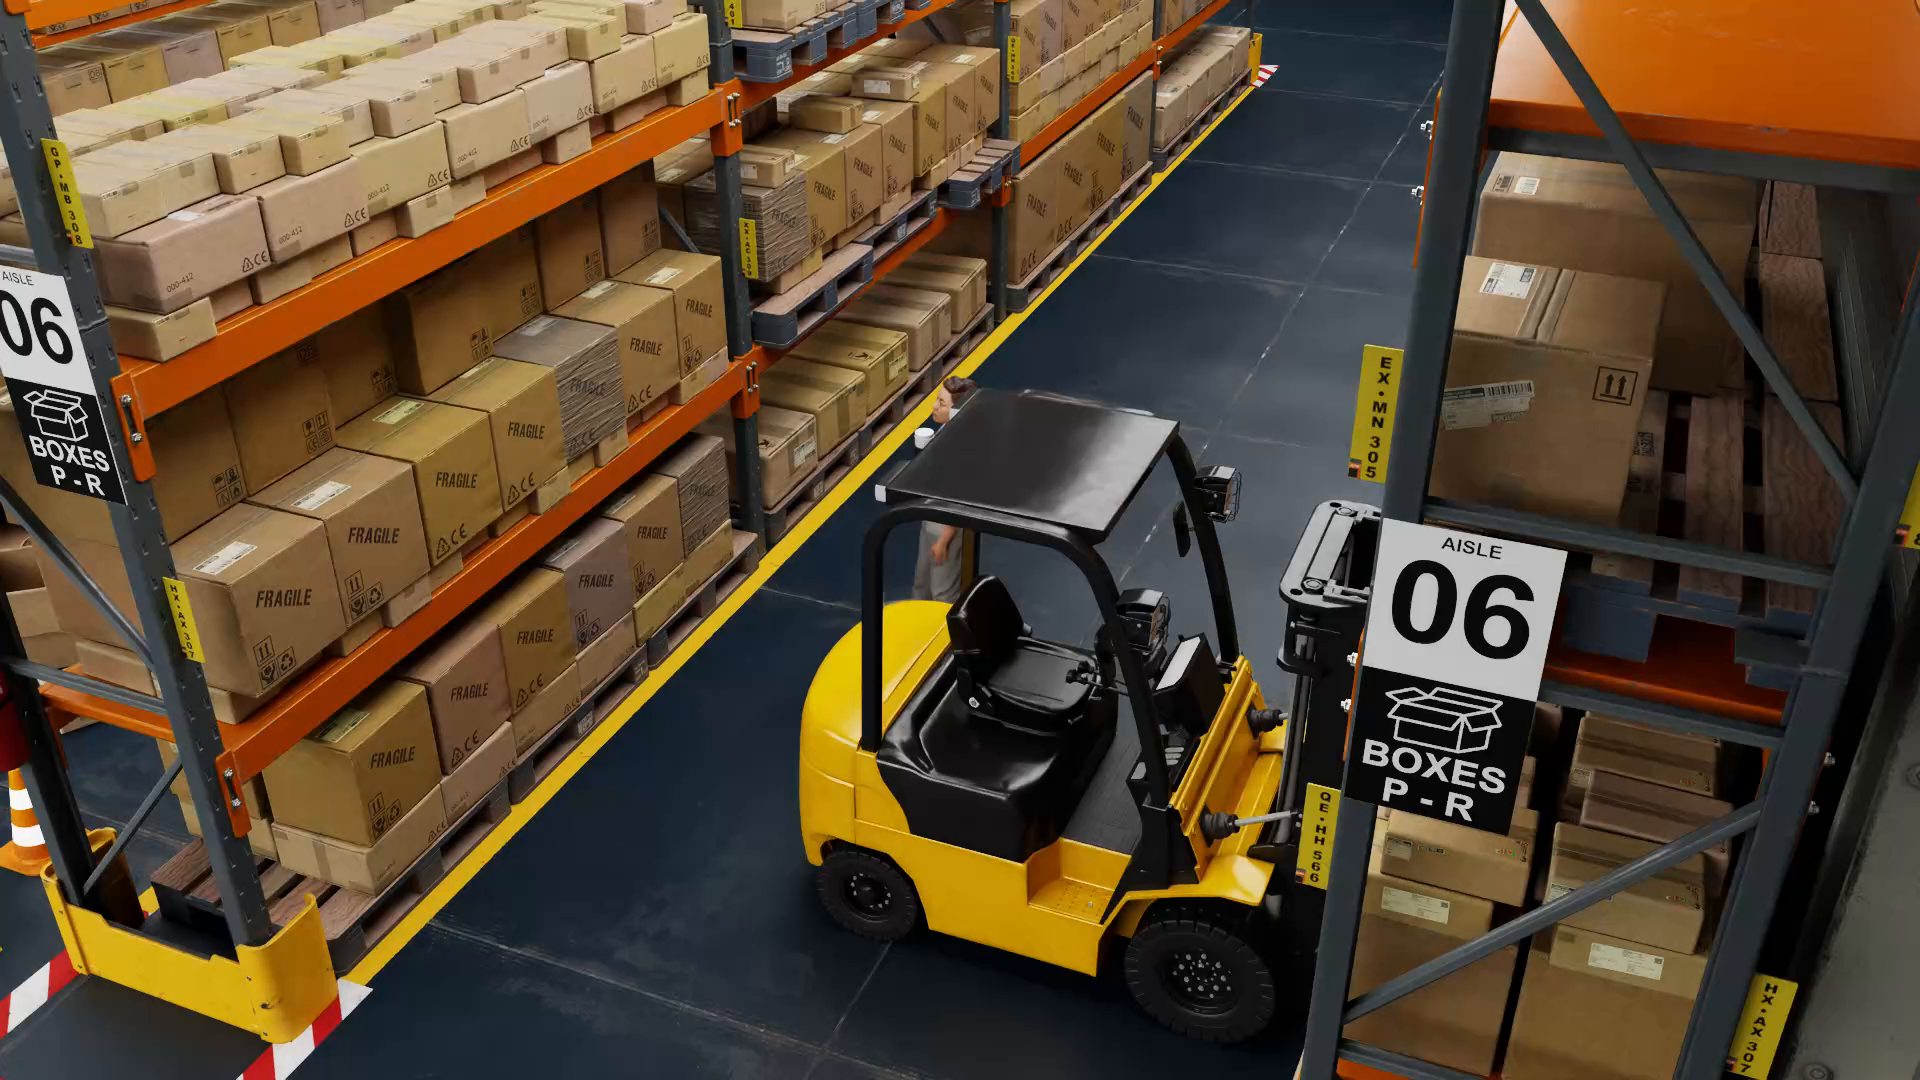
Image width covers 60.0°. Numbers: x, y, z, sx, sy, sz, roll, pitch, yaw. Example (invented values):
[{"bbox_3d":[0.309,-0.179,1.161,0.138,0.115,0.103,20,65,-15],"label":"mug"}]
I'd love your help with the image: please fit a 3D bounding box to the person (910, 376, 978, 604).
[{"bbox_3d":[-0.138,-0.080,8.516,0.548,1.674,0.549,-3,30,-6],"label":"person"}]
